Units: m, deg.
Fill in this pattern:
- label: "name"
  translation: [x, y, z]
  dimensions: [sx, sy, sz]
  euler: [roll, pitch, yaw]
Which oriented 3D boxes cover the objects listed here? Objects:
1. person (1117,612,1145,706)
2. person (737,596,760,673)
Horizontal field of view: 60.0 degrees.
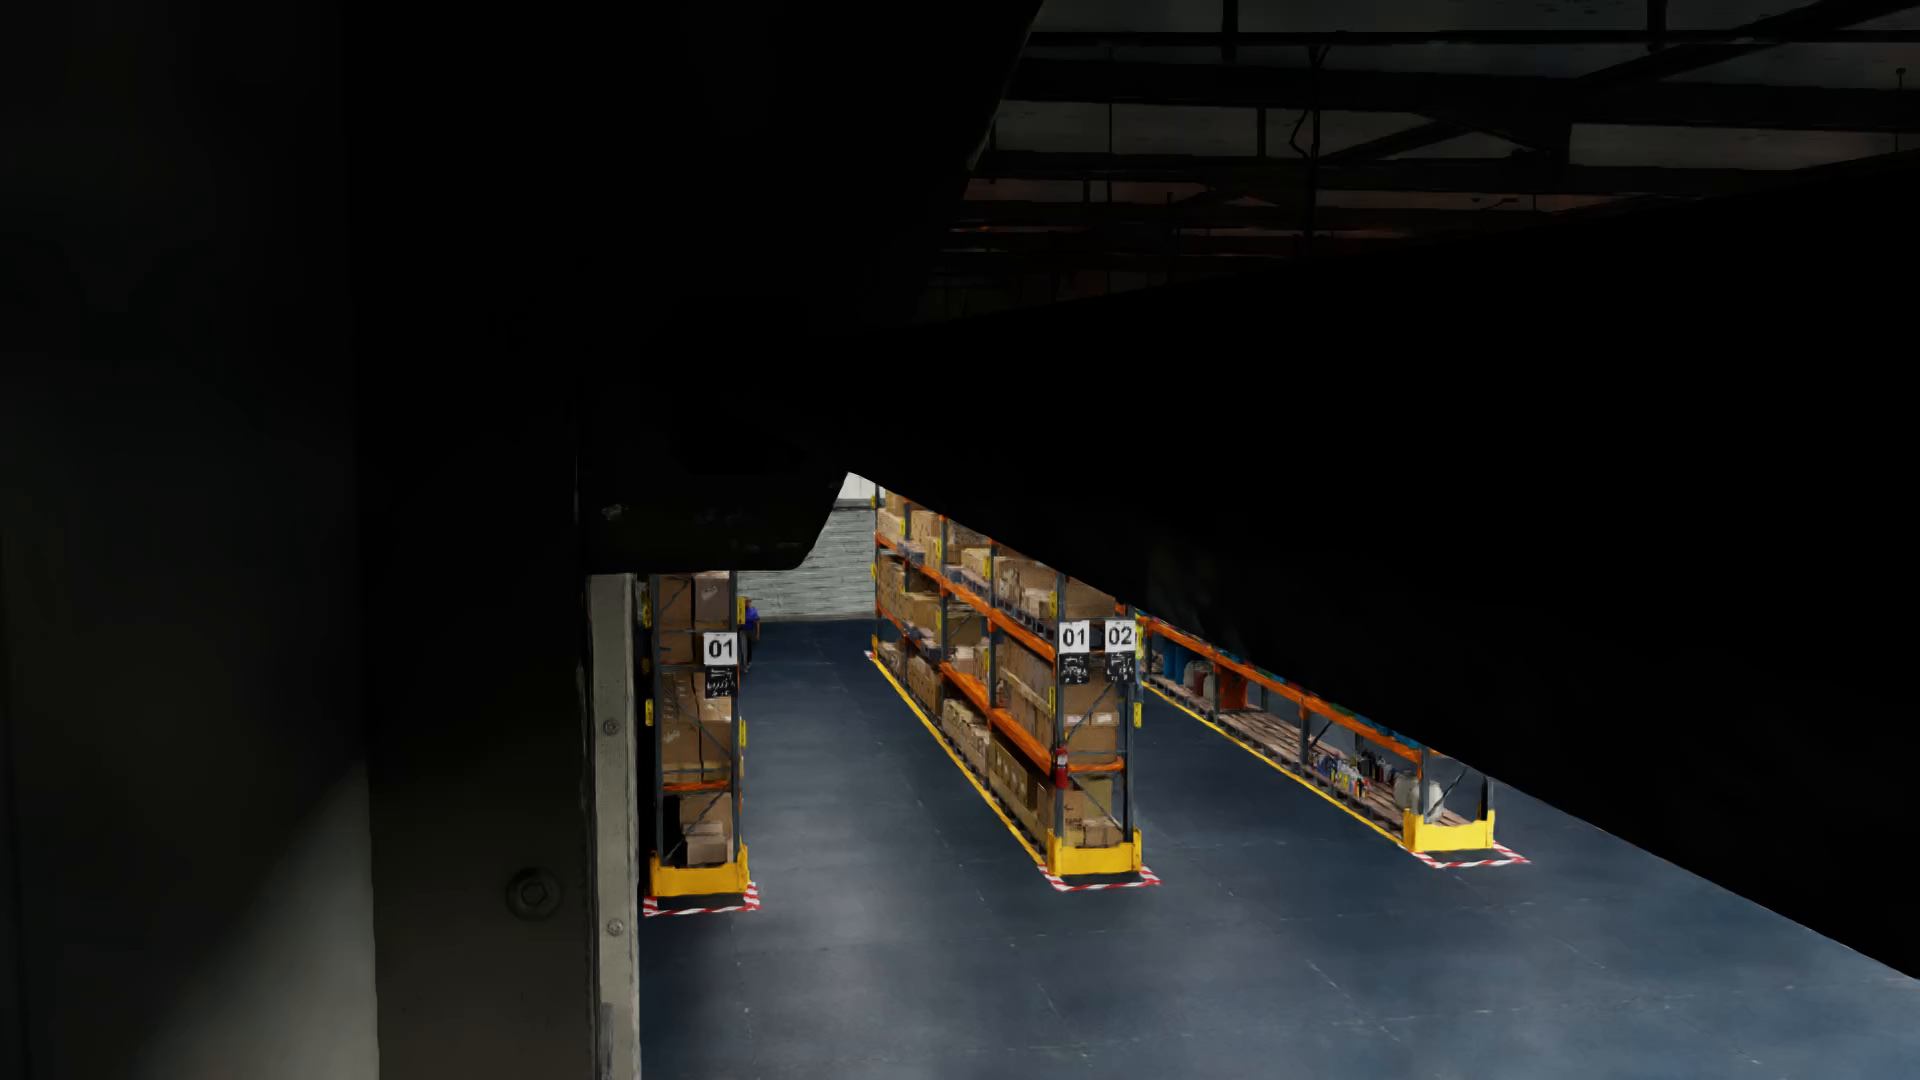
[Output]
- label: "person"
  translation: [3.237, 2.218, 31.385]
  dimensions: [0.580, 1.763, 0.673]
  euler: [2, 6, 19]
- label: "person"
  translation: [-4.438, 1.955, 34.846]
  dimensions: [0.461, 1.596, 0.989]
  euler: [-1, 6, -12]
